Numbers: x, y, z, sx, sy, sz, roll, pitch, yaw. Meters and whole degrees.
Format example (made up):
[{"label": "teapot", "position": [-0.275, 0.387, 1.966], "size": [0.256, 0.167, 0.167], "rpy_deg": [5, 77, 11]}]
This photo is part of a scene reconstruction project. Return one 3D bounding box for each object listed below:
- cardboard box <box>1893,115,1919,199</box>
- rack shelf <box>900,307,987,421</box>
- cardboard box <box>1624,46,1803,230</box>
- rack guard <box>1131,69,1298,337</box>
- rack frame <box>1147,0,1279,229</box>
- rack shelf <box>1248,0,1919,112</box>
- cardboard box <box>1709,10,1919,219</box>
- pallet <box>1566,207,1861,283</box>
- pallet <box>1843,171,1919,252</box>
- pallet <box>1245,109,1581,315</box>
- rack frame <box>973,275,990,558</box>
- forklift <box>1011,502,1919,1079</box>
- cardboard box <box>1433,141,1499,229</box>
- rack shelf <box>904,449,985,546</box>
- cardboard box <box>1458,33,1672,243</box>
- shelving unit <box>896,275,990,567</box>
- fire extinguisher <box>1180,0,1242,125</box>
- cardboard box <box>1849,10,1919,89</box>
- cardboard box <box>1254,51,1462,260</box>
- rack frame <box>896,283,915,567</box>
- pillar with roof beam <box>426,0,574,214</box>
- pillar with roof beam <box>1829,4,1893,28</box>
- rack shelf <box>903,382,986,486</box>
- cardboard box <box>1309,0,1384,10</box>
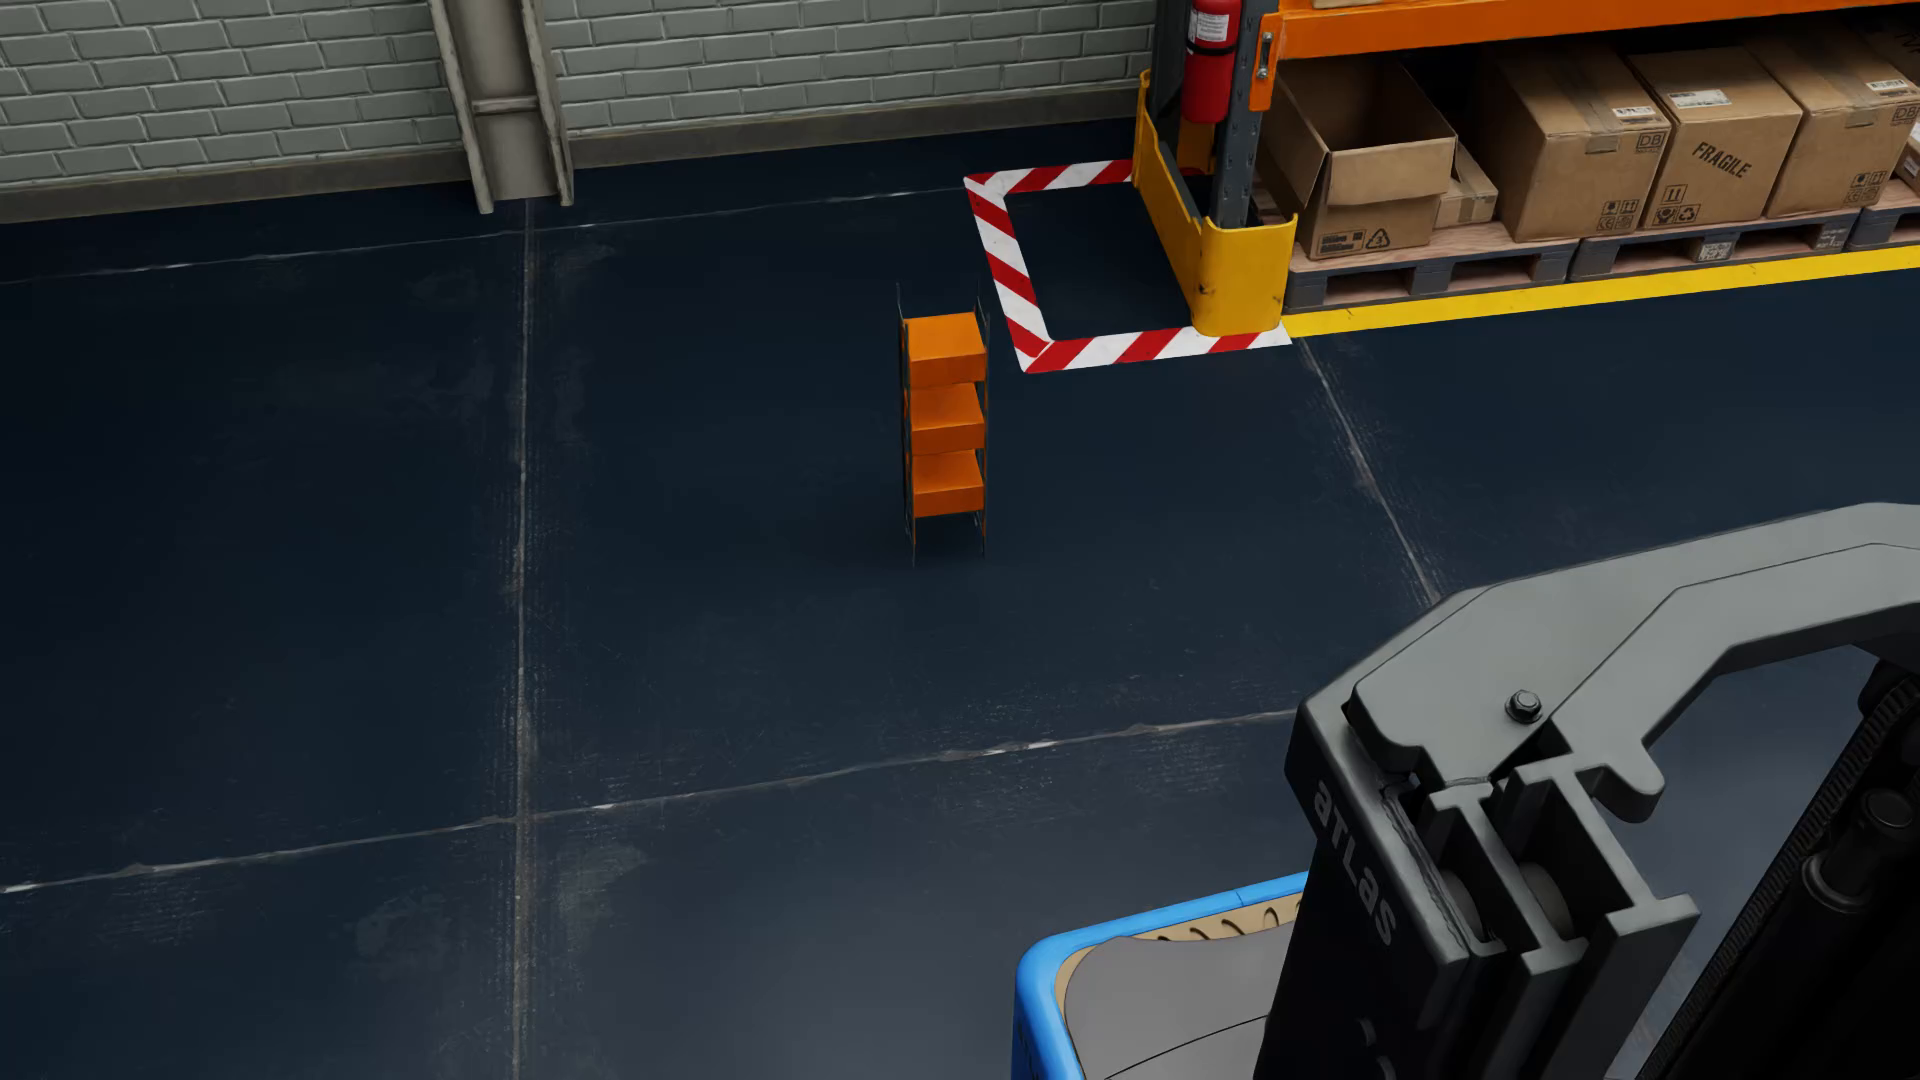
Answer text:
[{"label": "cardboard box", "position": [4.022, -1.622, 6.837], "size": [0.258, 0.266, 0.396], "rpy_deg": [-6, 46, -5]}, {"label": "rack shelf", "position": [-0.053, -0.547, 5.169], "size": [0.240, 0.259, 0.215], "rpy_deg": [-7, 46, -7]}, {"label": "cardboard box", "position": [2.937, -1.612, 6.665], "size": [0.500, 0.500, 0.500], "rpy_deg": [-6, 46, -6]}, {"label": "rack guard", "position": [1.006, -1.397, 6.749], "size": [0.348, 0.500, 1.175], "rpy_deg": [-7, 46, -7]}, {"label": "rack frame", "position": [0.931, -2.255, 5.839], "size": [0.127, 3.000, 1.000], "rpy_deg": [-7, 46, -7]}, {"label": "rack shelf", "position": [2.902, -2.251, 6.335], "size": [4.000, 0.370, 1.077], "rpy_deg": [-7, 46, -7]}, {"label": "cardboard box", "position": [3.422, -1.746, 6.793], "size": [0.500, 0.500, 0.700], "rpy_deg": [-9, 47, -8]}, {"label": "pallet", "position": [2.991, -1.542, 7.090], "size": [1.213, 0.211, 1.003], "rpy_deg": [-7, 46, -7]}, {"label": "pallet", "position": [4.196, -1.695, 7.236], "size": [1.213, 0.211, 1.003], "rpy_deg": [-7, 46, -7]}, {"label": "pallet", "position": [1.792, -1.395, 6.948], "size": [1.213, 0.211, 1.003], "rpy_deg": [-7, 46, -7]}, {"label": "rack frame", "position": [0.068, -0.373, 5.380], "size": [0.008, 1.050, 0.200], "rpy_deg": [-7, 46, -7]}, {"label": "forklift", "position": [0.992, 1.498, 2.271], "size": [1.130, 2.935, 3.031], "rpy_deg": [-12, 47, -11]}, {"label": "cardboard box", "position": [1.976, -1.444, 6.746], "size": [0.250, 0.149, 0.380], "rpy_deg": [-9, 47, -8]}, {"label": "rack shelf", "position": [-0.053, -0.158, 5.573], "size": [0.240, 0.259, 0.215], "rpy_deg": [-7, 46, -7]}, {"label": "cardboard box", "position": [2.399, -1.618, 6.670], "size": [0.500, 0.500, 0.700], "rpy_deg": [-5, 46, -5]}, {"label": "shelving unit", "position": [-0.053, -0.358, 5.366], "size": [0.252, 1.050, 0.215], "rpy_deg": [-7, 46, -7]}, {"label": "fire extinguisher", "position": [0.865, -1.752, 5.668], "size": [0.183, 0.674, 0.296], "rpy_deg": [-7, 46, -7]}, {"label": "cardboard box", "position": [4.182, -2.045, 7.213], "size": [0.500, 0.311, 0.500], "rpy_deg": [-6, 46, -5]}, {"label": "cardboard box", "position": [1.550, -1.542, 6.595], "size": [0.637, 0.503, 0.797], "rpy_deg": [-9, 47, -8]}, {"label": "rack frame", "position": [-0.173, -0.343, 5.351], "size": [0.008, 1.050, 0.200], "rpy_deg": [-7, 46, -7]}, {"label": "pillar with roof beam", "position": [-1.145, -1.590, 1.033], "size": [0.400, 9.000, 9.100], "rpy_deg": [-7, 46, -7]}, {"label": "pillar with roof beam", "position": [4.767, -2.327, 1.743], "size": [0.400, 9.000, 9.100], "rpy_deg": [-7, 46, -7]}, {"label": "rack shelf", "position": [-0.053, -0.350, 5.373], "size": [0.240, 0.259, 0.215], "rpy_deg": [-7, 46, -7]}, {"label": "cardboard box", "position": [1.302, -2.013, 5.781], "size": [0.250, 0.149, 0.380], "rpy_deg": [-7, 47, -7]}]
